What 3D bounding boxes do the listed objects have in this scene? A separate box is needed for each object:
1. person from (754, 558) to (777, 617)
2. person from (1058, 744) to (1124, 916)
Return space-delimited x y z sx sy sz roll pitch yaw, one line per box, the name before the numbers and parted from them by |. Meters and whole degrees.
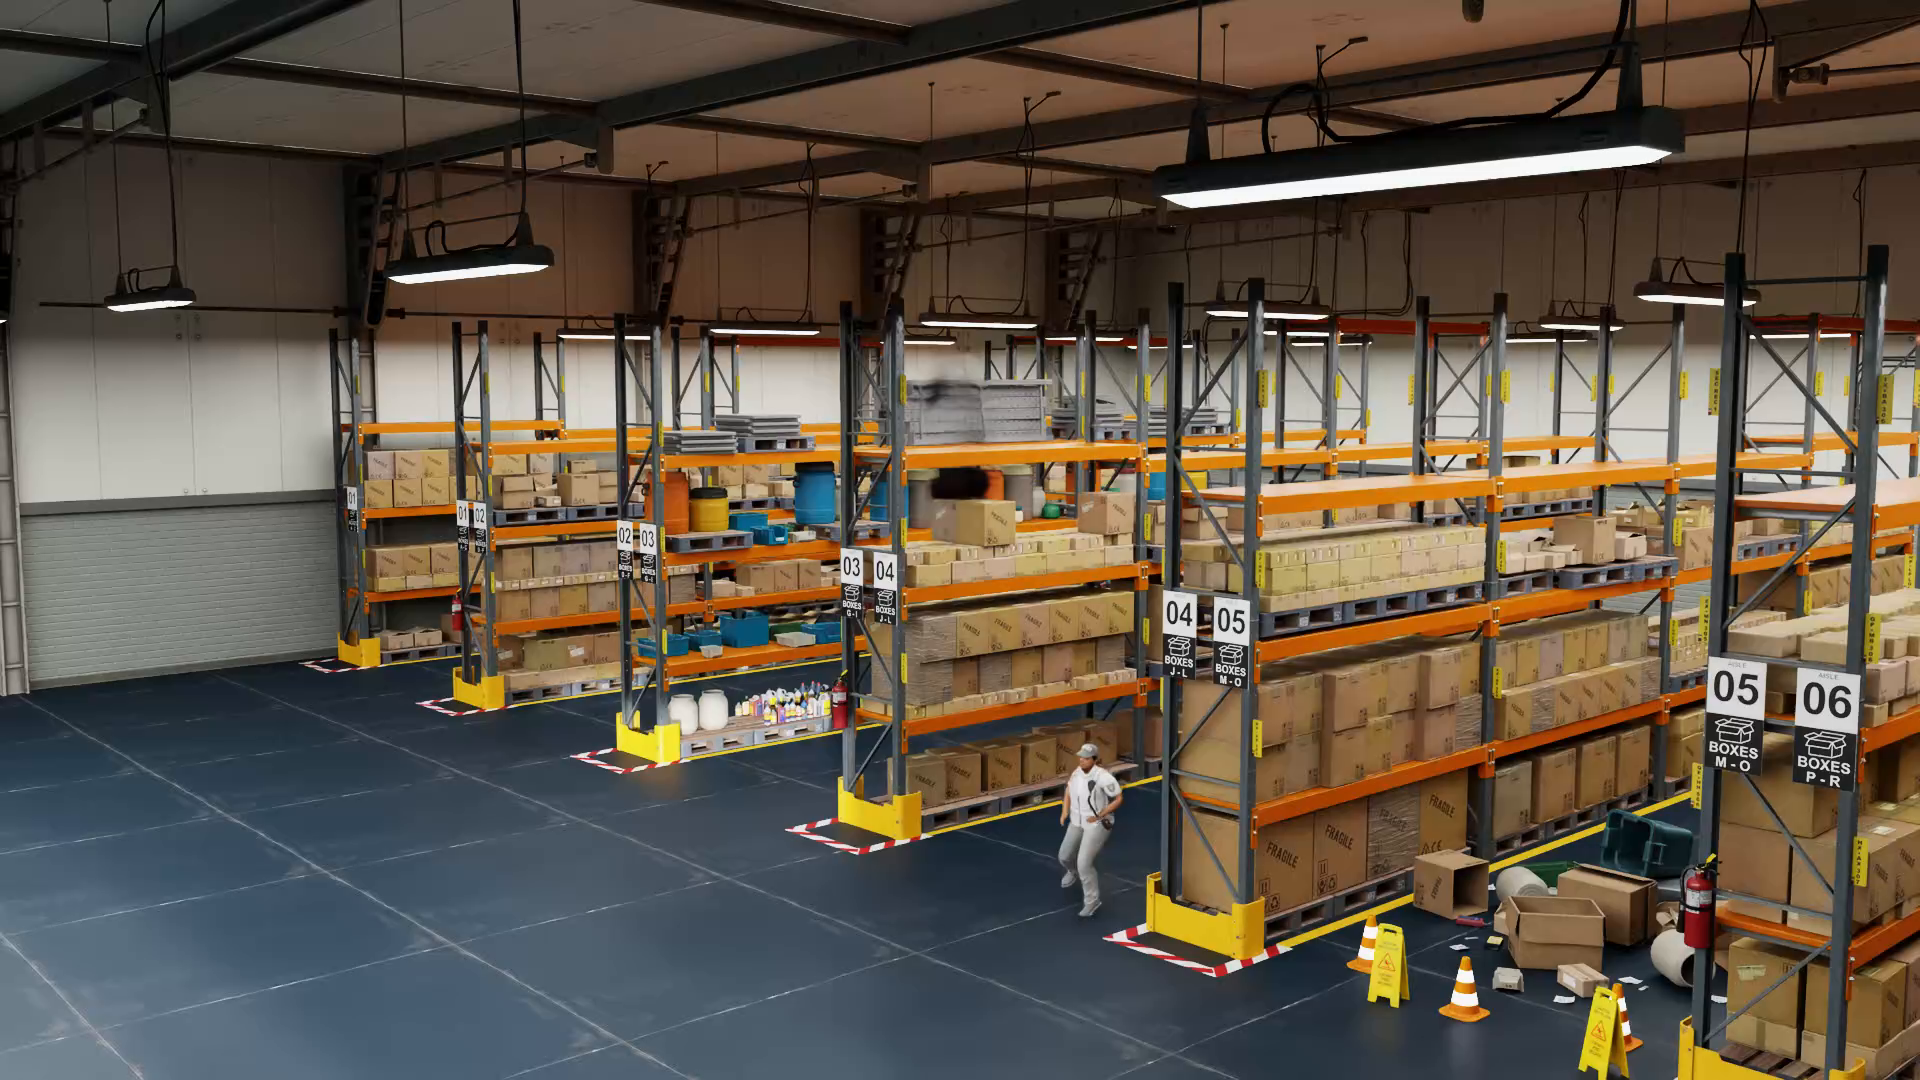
person | -3.704 1.175 31.854 0.559 1.683 0.900 5 7 39
person | 1.235 2.786 16.225 0.838 1.671 0.660 5 8 41
